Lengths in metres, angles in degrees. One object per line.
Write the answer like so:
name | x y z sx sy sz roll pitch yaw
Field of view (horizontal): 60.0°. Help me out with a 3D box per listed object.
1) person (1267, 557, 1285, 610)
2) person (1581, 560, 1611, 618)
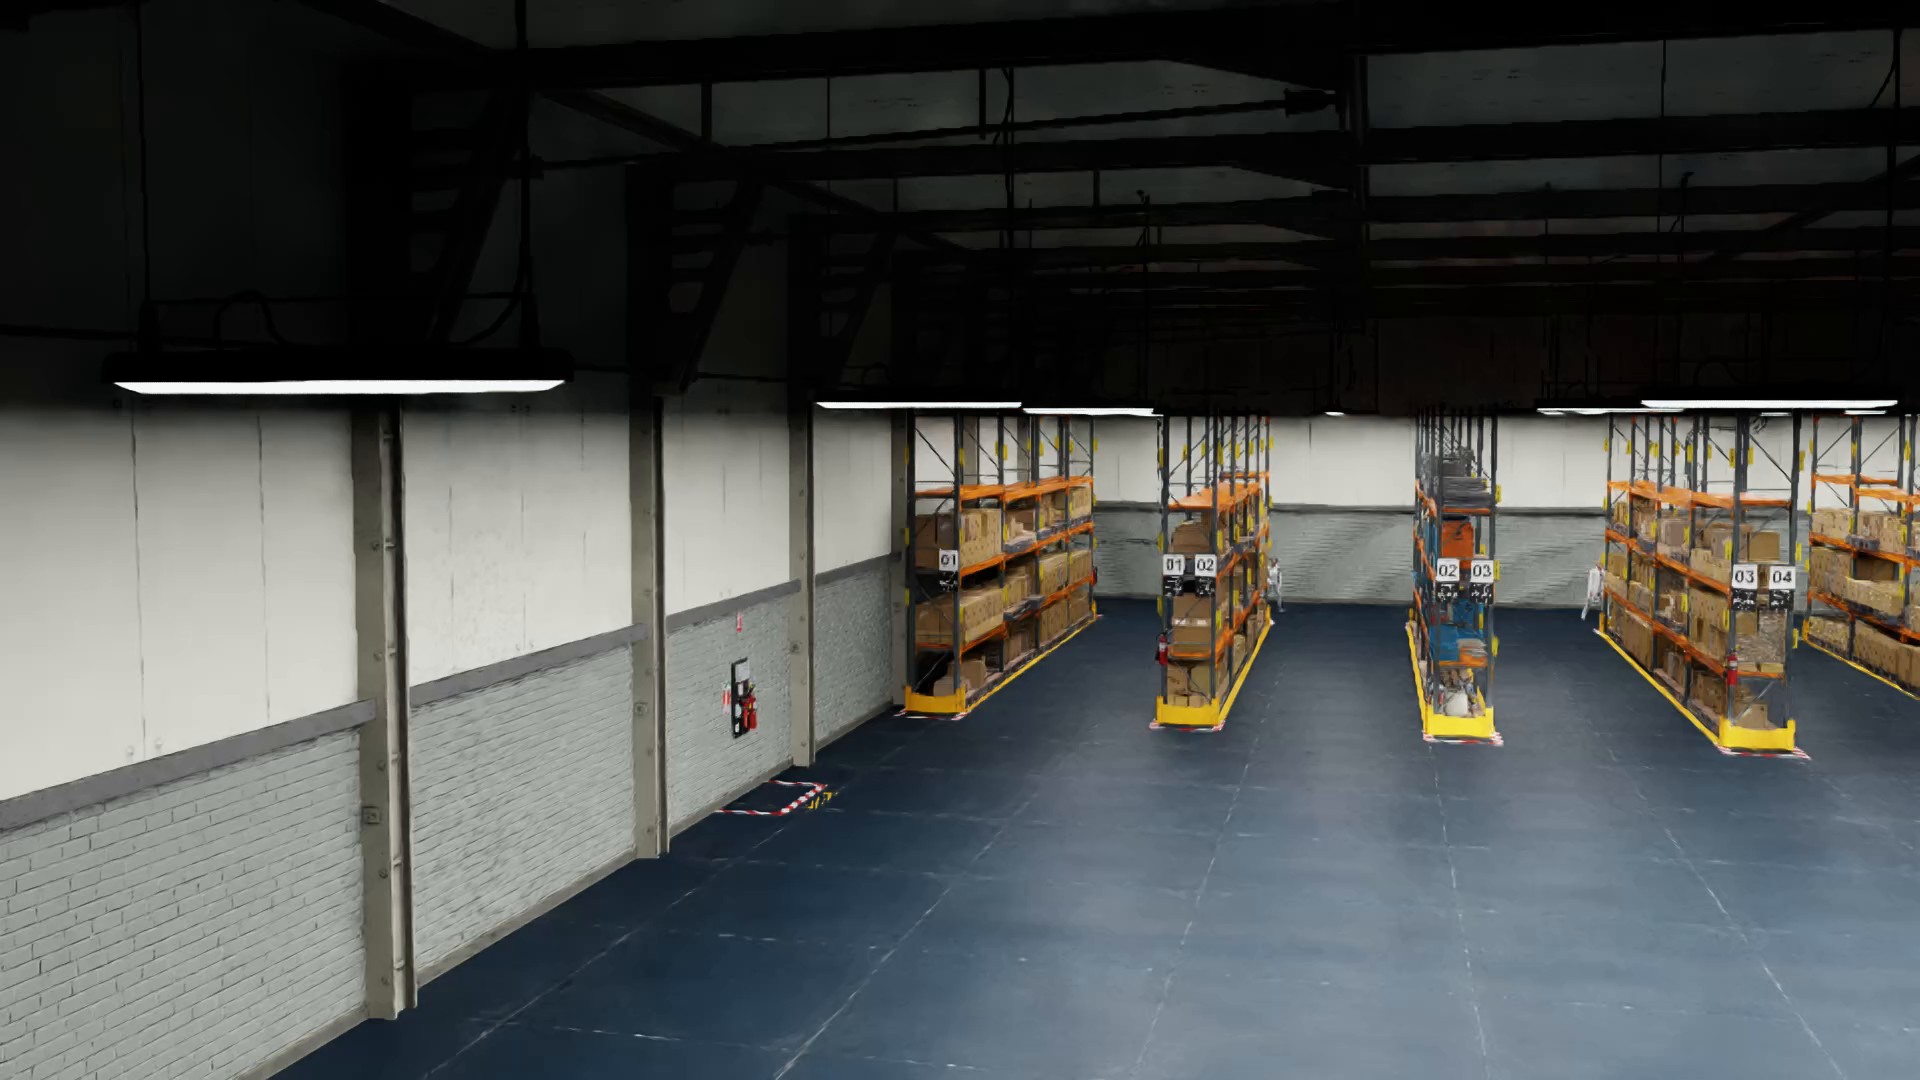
person | 9.353 1.289 49.766 0.639 1.610 0.807 0 4 -3
person | 18.045 1.421 47.100 0.620 1.749 0.996 -1 4 -12
